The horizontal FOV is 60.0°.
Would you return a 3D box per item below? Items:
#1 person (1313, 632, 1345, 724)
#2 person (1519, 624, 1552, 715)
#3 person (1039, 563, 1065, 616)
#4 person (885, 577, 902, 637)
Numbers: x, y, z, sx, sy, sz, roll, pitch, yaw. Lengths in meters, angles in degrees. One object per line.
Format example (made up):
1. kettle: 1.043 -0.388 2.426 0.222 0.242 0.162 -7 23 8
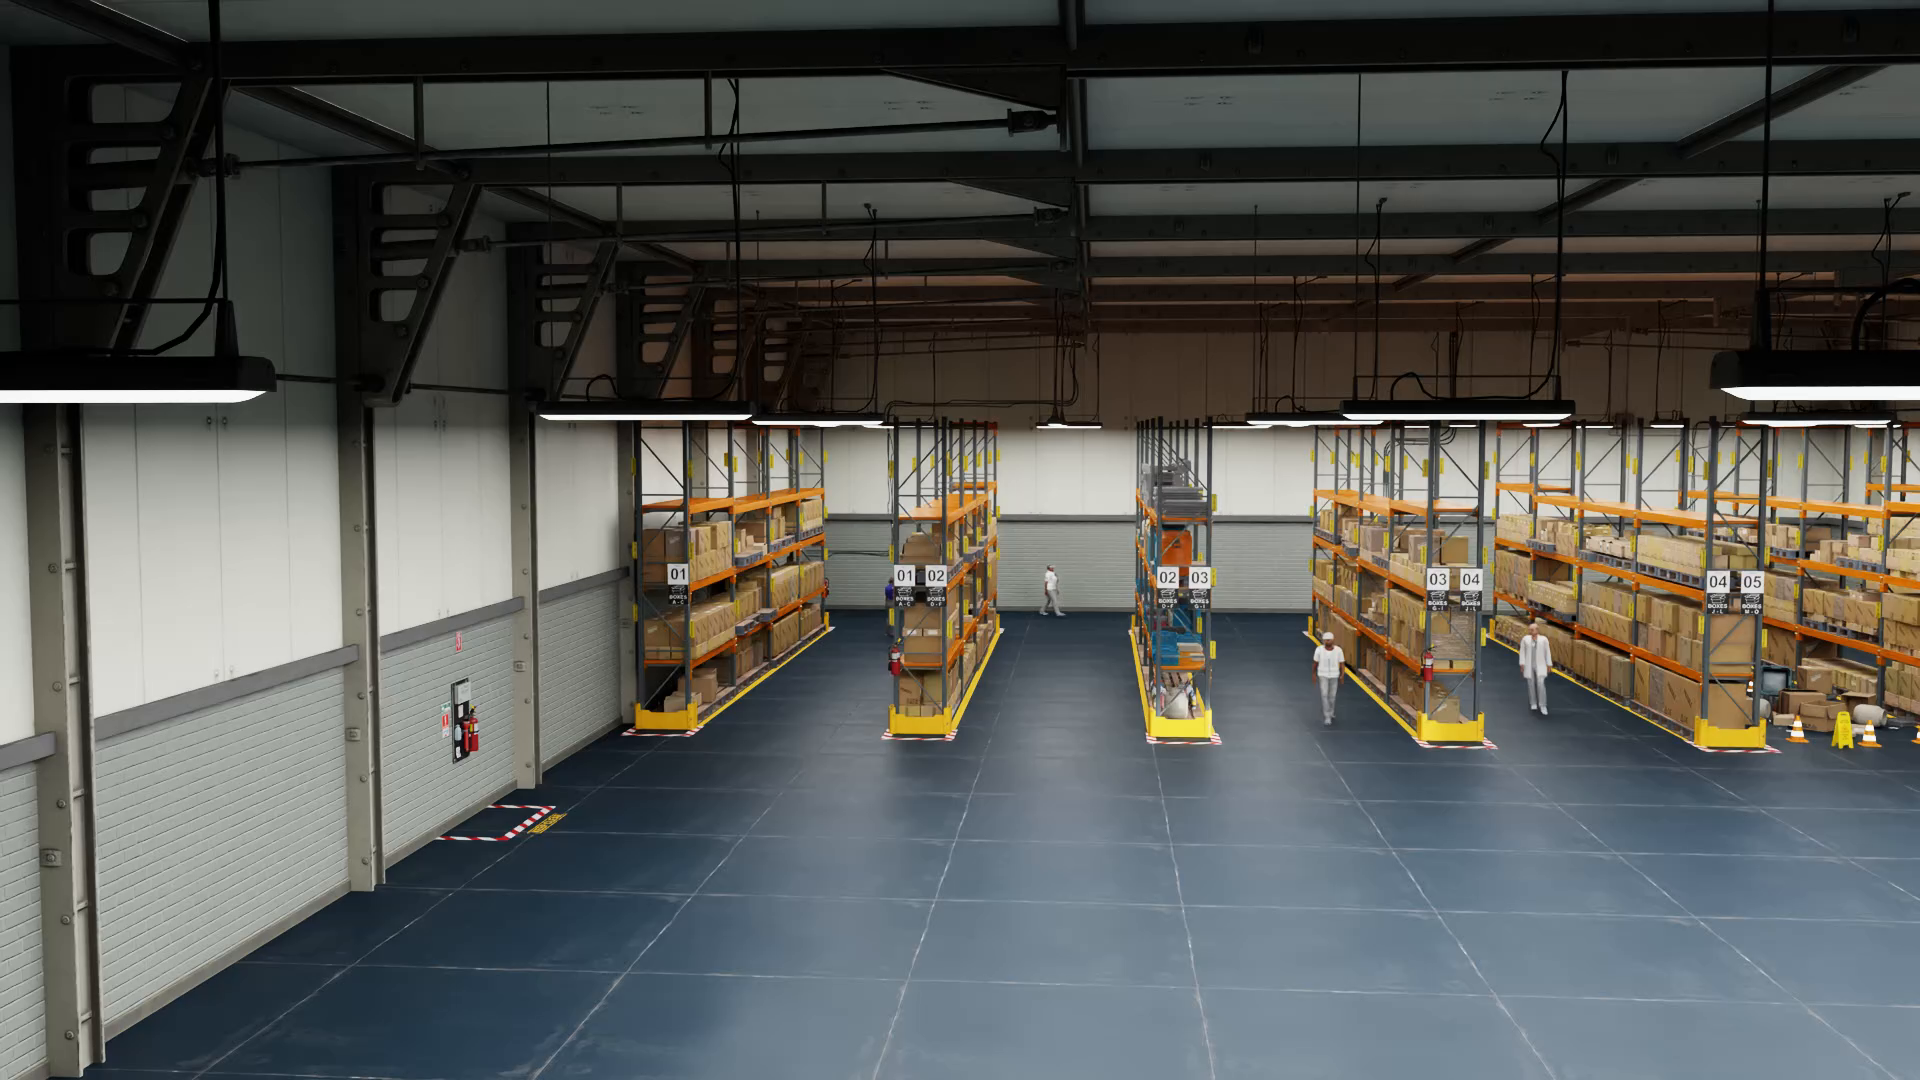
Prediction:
1. person: 7.286 2.697 32.790 0.601 1.753 0.866 0 4 6
2. person: 11.764 2.618 34.055 0.661 1.794 0.706 2 4 31
3. person: 2.872 1.533 51.524 0.913 1.634 0.465 2 4 29
4. person: -1.915 1.884 46.461 0.385 1.715 0.539 -3 5 -39
